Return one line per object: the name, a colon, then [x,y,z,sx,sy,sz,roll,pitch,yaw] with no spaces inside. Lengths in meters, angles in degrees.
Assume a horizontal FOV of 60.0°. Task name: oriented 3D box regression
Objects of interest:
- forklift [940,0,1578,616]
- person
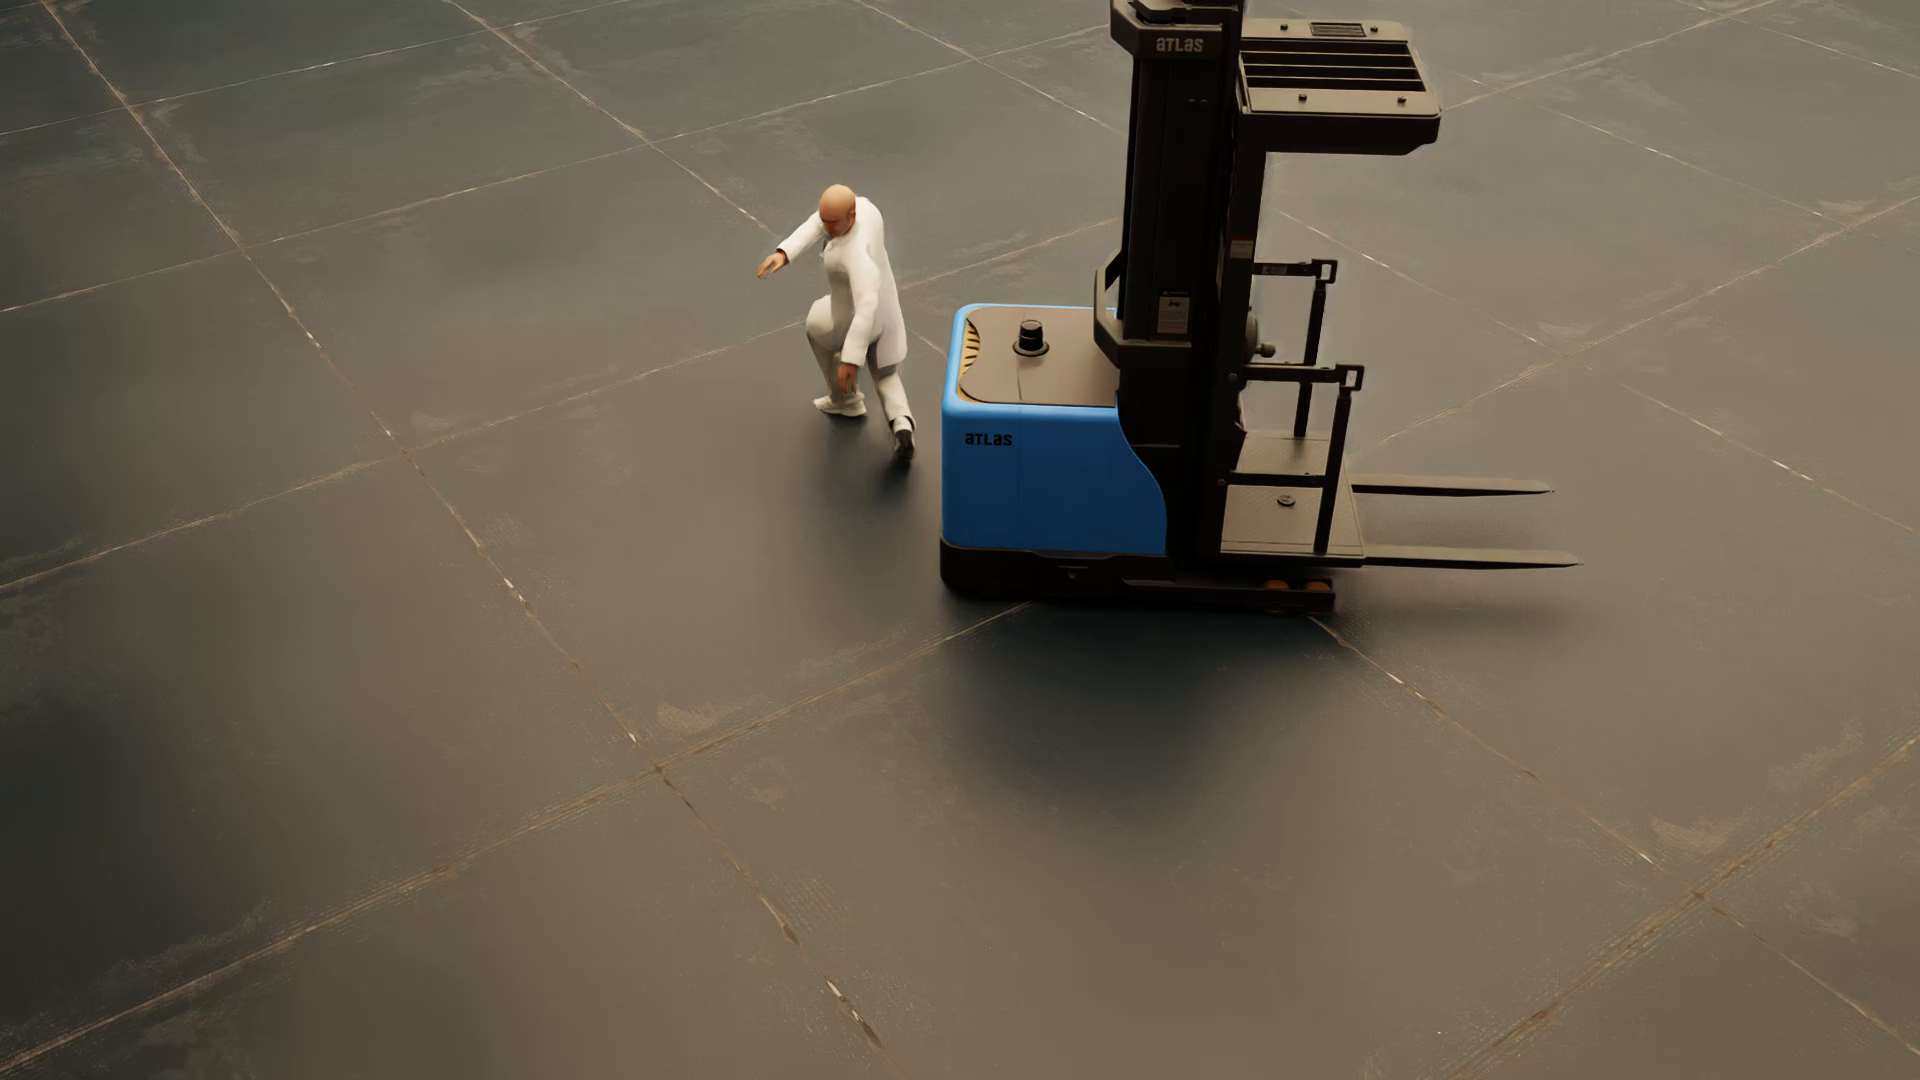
forklift: [1.444,-1.144,7.492,3.031,2.935,1.130,2,37,3]
person: [-0.557,-1.154,8.752,0.721,1.536,0.975,-30,46,-34]
